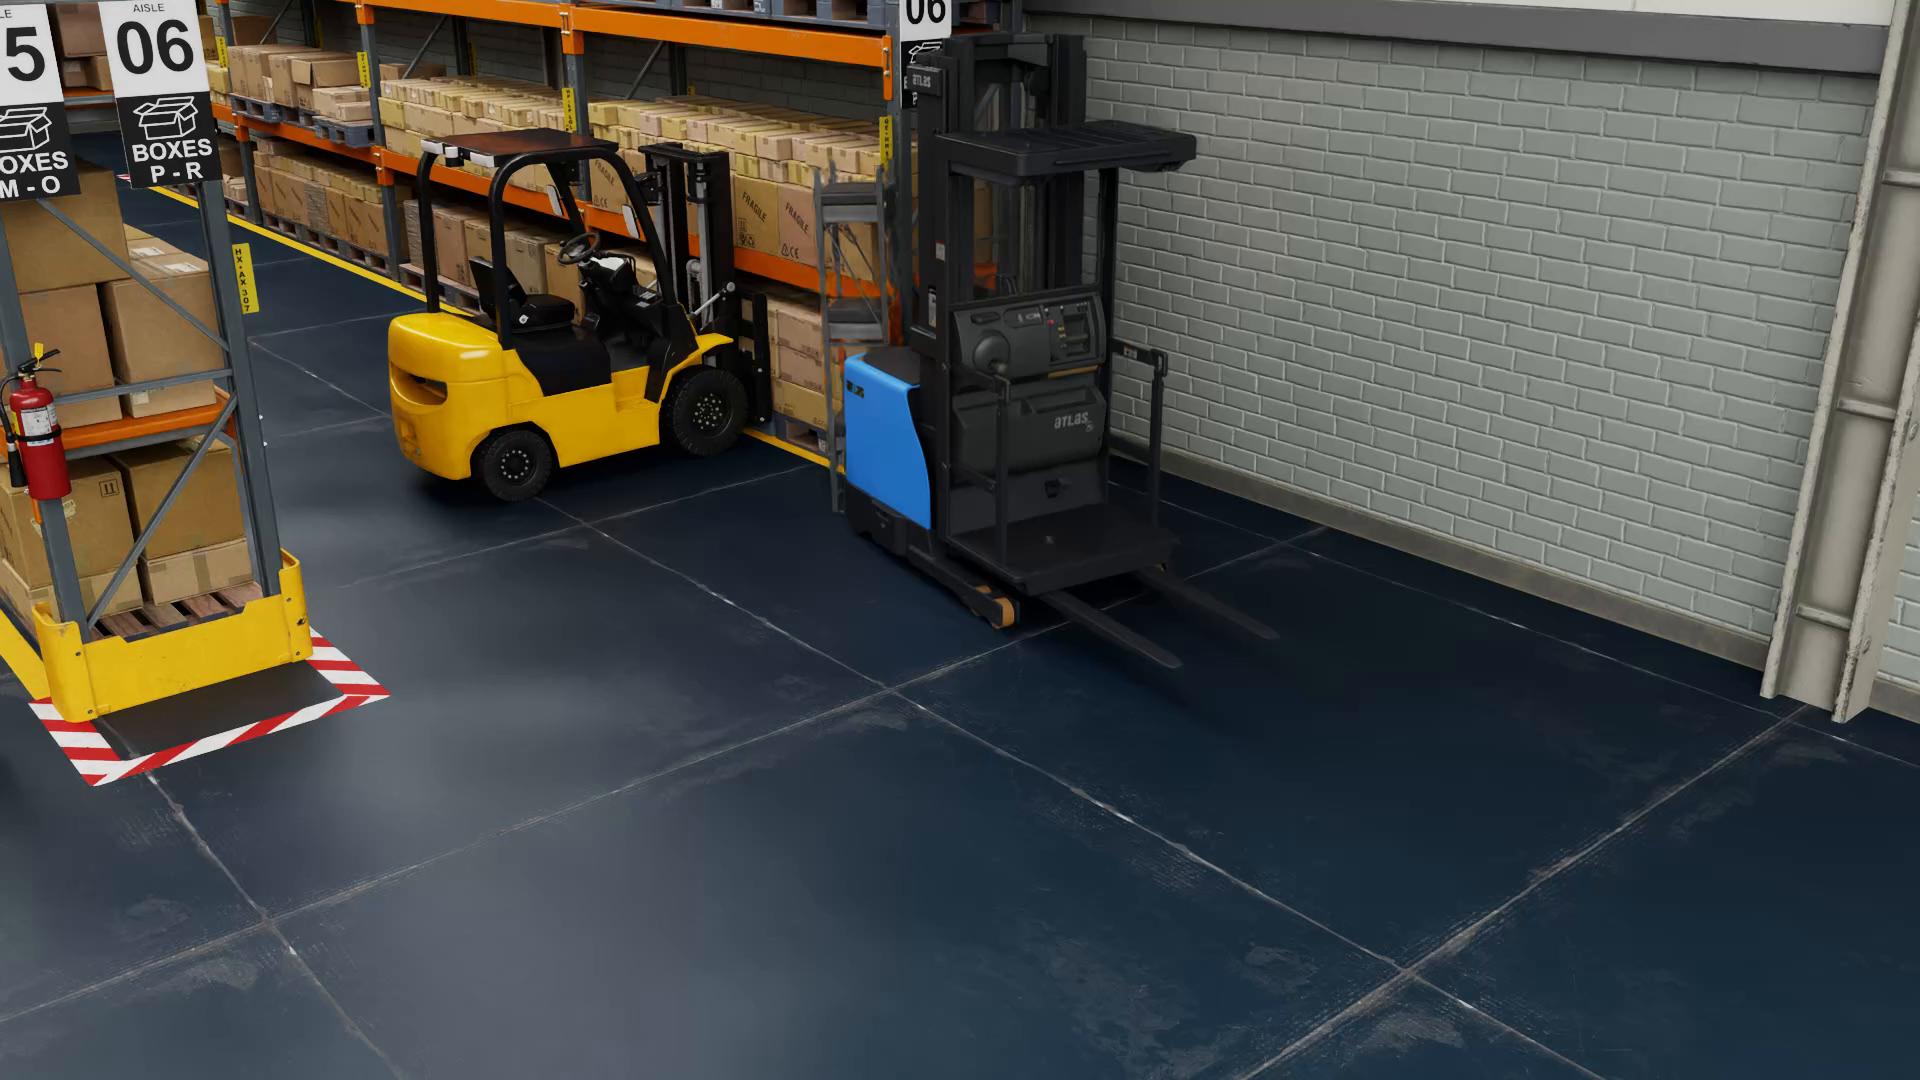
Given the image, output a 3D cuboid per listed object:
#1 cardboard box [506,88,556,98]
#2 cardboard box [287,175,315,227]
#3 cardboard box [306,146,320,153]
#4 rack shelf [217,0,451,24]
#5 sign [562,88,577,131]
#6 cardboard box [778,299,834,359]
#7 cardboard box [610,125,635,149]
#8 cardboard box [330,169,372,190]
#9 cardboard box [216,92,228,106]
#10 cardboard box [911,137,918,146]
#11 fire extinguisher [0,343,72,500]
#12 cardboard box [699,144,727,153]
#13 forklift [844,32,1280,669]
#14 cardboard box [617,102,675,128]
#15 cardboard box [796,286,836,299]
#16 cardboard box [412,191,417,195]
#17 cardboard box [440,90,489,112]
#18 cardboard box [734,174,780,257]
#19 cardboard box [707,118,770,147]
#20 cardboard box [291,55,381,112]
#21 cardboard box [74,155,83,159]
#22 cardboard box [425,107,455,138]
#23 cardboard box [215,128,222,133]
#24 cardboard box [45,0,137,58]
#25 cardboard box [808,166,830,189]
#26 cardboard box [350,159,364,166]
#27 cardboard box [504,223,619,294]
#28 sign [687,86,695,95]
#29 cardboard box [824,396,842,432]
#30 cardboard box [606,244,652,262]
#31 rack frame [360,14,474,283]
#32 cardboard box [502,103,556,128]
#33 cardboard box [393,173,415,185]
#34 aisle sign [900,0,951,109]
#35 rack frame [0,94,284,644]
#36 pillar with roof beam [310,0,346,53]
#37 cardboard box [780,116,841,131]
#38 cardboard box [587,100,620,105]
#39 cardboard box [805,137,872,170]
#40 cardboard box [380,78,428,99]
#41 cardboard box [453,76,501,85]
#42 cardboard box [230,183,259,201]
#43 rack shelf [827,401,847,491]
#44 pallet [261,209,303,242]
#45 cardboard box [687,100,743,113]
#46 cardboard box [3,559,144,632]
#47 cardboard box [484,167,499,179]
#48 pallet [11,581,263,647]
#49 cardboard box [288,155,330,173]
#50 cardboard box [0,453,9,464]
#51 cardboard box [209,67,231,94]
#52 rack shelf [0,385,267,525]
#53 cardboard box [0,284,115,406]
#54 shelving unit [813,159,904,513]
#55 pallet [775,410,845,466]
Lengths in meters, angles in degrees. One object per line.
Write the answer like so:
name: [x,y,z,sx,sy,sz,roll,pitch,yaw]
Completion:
cardboard box: [-3.864,-3.975,14.995,0.380,0.149,0.250,-16,27,-36]
cardboard box: [-7.035,-3.754,18.307,0.500,0.500,0.500,-18,28,-39]
cardboard box: [-7.399,-4.494,19.307,0.380,0.149,0.250,-19,28,-39]
rack shelf: [-6.552,-5.702,17.304,1.077,0.370,4.000,-17,27,-37]
sign: [-3.040,-3.353,12.954,0.100,0.325,0.005,-17,27,-37]
cardboard box: [-0.899,-1.451,11.400,0.500,0.250,0.500,-17,27,-36]
cardboard box: [-2.456,-3.110,12.784,0.380,0.149,0.250,-17,27,-36]
cardboard box: [-6.402,-3.802,17.540,0.380,0.149,0.250,-18,28,-38]
cardboard box: [-8.443,-5.171,19.418,0.380,0.149,0.250,-17,27,-36]
cardboard box: [-0.208,-2.597,11.067,0.380,0.149,0.250,-16,27,-36]
fire extinguisher: [-4.057,-0.518,7.299,0.296,0.674,0.183,-17,27,-37]
cardboard box: [-1.632,-2.749,11.863,0.380,0.149,0.250,-18,28,-38]
forklift: [0.496,-1.088,8.744,1.130,2.935,3.031,-13,25,-29]
cardboard box: [-2.399,-3.265,12.772,0.380,0.149,0.250,-17,27,-37]
cardboard box: [-0.842,-1.714,12.072,0.500,0.250,0.500,-18,27,-38]
cardboard box: [-5.614,-3.443,17.514,0.500,0.500,0.500,-17,27,-37]
cardboard box: [-4.411,-3.924,14.864,0.380,0.149,0.250,-17,27,-36]
cardboard box: [-1.211,-2.285,11.568,0.500,0.500,0.500,-18,28,-38]
cardboard box: [-1.575,-2.910,11.866,0.380,0.149,0.250,-17,27,-37]
cardboard box: [-6.452,-4.739,17.252,0.797,0.503,0.637,-18,28,-39]
cardboard box: [-4.606,-1.577,7.980,0.700,0.500,0.500,-17,27,-37]
cardboard box: [-4.488,-3.783,15.049,0.500,0.250,0.500,-18,28,-39]
cardboard box: [-10.141,-5.140,21.842,0.797,0.503,0.637,-19,28,-39]
cardboard box: [-3.909,-2.363,7.589,0.500,0.250,0.500,-18,28,-38]
cardboard box: [-0.775,-2.405,10.986,0.380,0.149,0.250,-17,27,-36]
cardboard box: [-6.521,-4.146,18.420,0.380,0.149,0.250,-17,27,-37]
cardboard box: [-3.485,-2.431,14.757,0.875,0.625,0.625,-18,28,-38]
sign: [-2.216,-3.556,13.653,0.100,0.325,0.005,-17,27,-37]
cardboard box: [-0.570,-0.848,11.230,0.500,0.250,0.500,-17,27,-37]
cardboard box: [-2.557,-2.155,13.198,0.500,0.250,0.500,-18,28,-38]
rack frame: [-5.246,-4.088,16.309,1.000,3.000,0.127,-17,27,-37]
cardboard box: [-3.601,-3.561,13.937,0.380,0.149,0.250,-19,28,-39]
cardboard box: [-5.727,-3.770,17.458,0.380,0.149,0.250,-17,27,-37]
aisle sign: [-0.204,-3.000,9.967,0.394,0.787,0.004,-17,27,-37]
rack frame: [-3.782,-0.695,7.646,1.000,3.000,0.127,-17,27,-37]
pillar with roof beam: [-10.890,-7.369,16.459,9.100,9.000,0.400,-17,27,-37]
cardboard box: [-1.070,-2.943,11.950,0.380,0.149,0.250,-17,27,-37]
cardboard box: [-3.000,-3.636,14.127,0.380,0.149,0.250,-18,27,-38]
cardboard box: [-0.794,-2.540,10.923,0.380,0.149,0.250,-17,27,-36]
cardboard box: [-5.261,-4.279,15.768,0.380,0.149,0.250,-16,27,-36]
cardboard box: [-4.625,-4.349,15.949,0.380,0.149,0.250,-17,27,-36]
cardboard box: [-8.443,-4.145,19.788,0.380,0.149,0.250,-18,28,-39]
rack shelf: [-0.572,-0.567,10.457,0.431,0.518,0.480,0,19,7]
pallet: [-7.298,-3.679,19.088,1.003,0.211,1.213,-17,27,-37]
cardboard box: [-1.883,-3.305,12.874,0.380,0.149,0.250,-18,28,-38]
cardboard box: [-4.529,0.224,8.495,0.500,0.250,0.500,-18,27,-38]
cardboard box: [-3.796,-3.272,14.431,0.500,0.250,0.500,-17,27,-37]
pallet: [-4.335,0.349,8.803,1.003,0.211,1.213,-17,27,-37]
cardboard box: [-7.220,-4.166,18.469,0.380,0.149,0.250,-18,28,-38]
cardboard box: [-4.793,-0.506,8.441,0.380,0.149,0.250,-16,27,-36]
cardboard box: [-8.374,-5.345,19.314,0.500,0.250,0.500,-17,27,-36]
rack shelf: [-5.088,-0.913,9.188,1.077,0.370,4.000,-17,27,-37]
cardboard box: [-4.345,-0.965,7.789,0.500,0.500,0.500,-18,28,-38]
shelving unit: [-0.595,-1.244,10.232,0.431,2.100,0.503,0,19,7]
pallet: [-0.555,-0.781,11.688,1.003,0.211,1.213,-17,27,-37]
